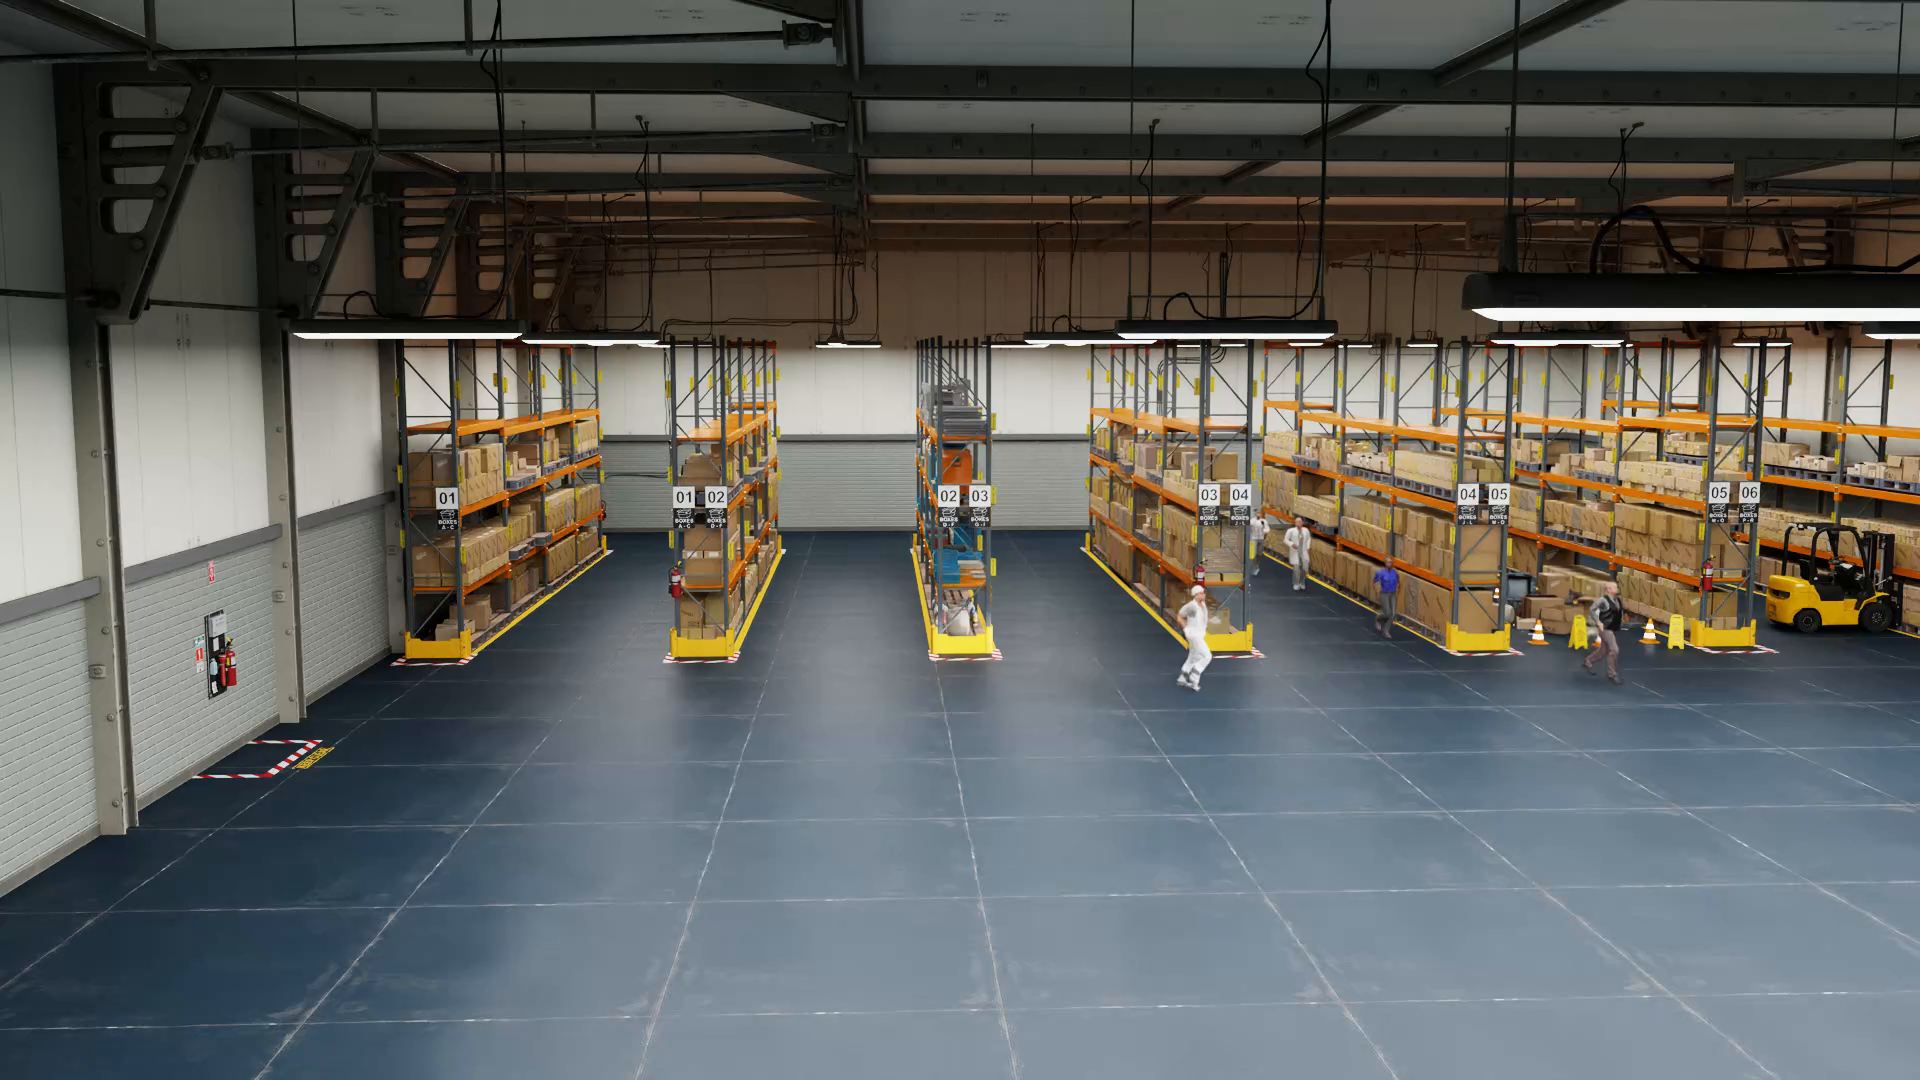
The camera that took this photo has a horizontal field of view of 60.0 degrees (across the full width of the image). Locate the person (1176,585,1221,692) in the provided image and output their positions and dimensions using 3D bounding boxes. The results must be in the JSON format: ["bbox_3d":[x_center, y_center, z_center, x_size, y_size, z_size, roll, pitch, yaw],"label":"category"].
[{"bbox_3d":[4.036,1.661,28.120,0.709,1.806,0.620,3,7,28],"label":"person"}]

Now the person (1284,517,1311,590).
[{"bbox_3d":[8.099,0.336,39.772,0.706,1.753,0.679,0,7,-4],"label":"person"}]

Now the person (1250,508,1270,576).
[{"bbox_3d":[7.639,0.034,42.698,0.583,1.750,0.761,0,6,-3],"label":"person"}]

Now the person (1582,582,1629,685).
[{"bbox_3d":[11.217,1.587,28.890,0.656,1.756,0.836,-6,9,-41],"label":"person"}]

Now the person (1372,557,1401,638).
[{"bbox_3d":[8.576,1.150,33.313,0.574,1.612,0.558,-1,7,-12],"label":"person"}]
